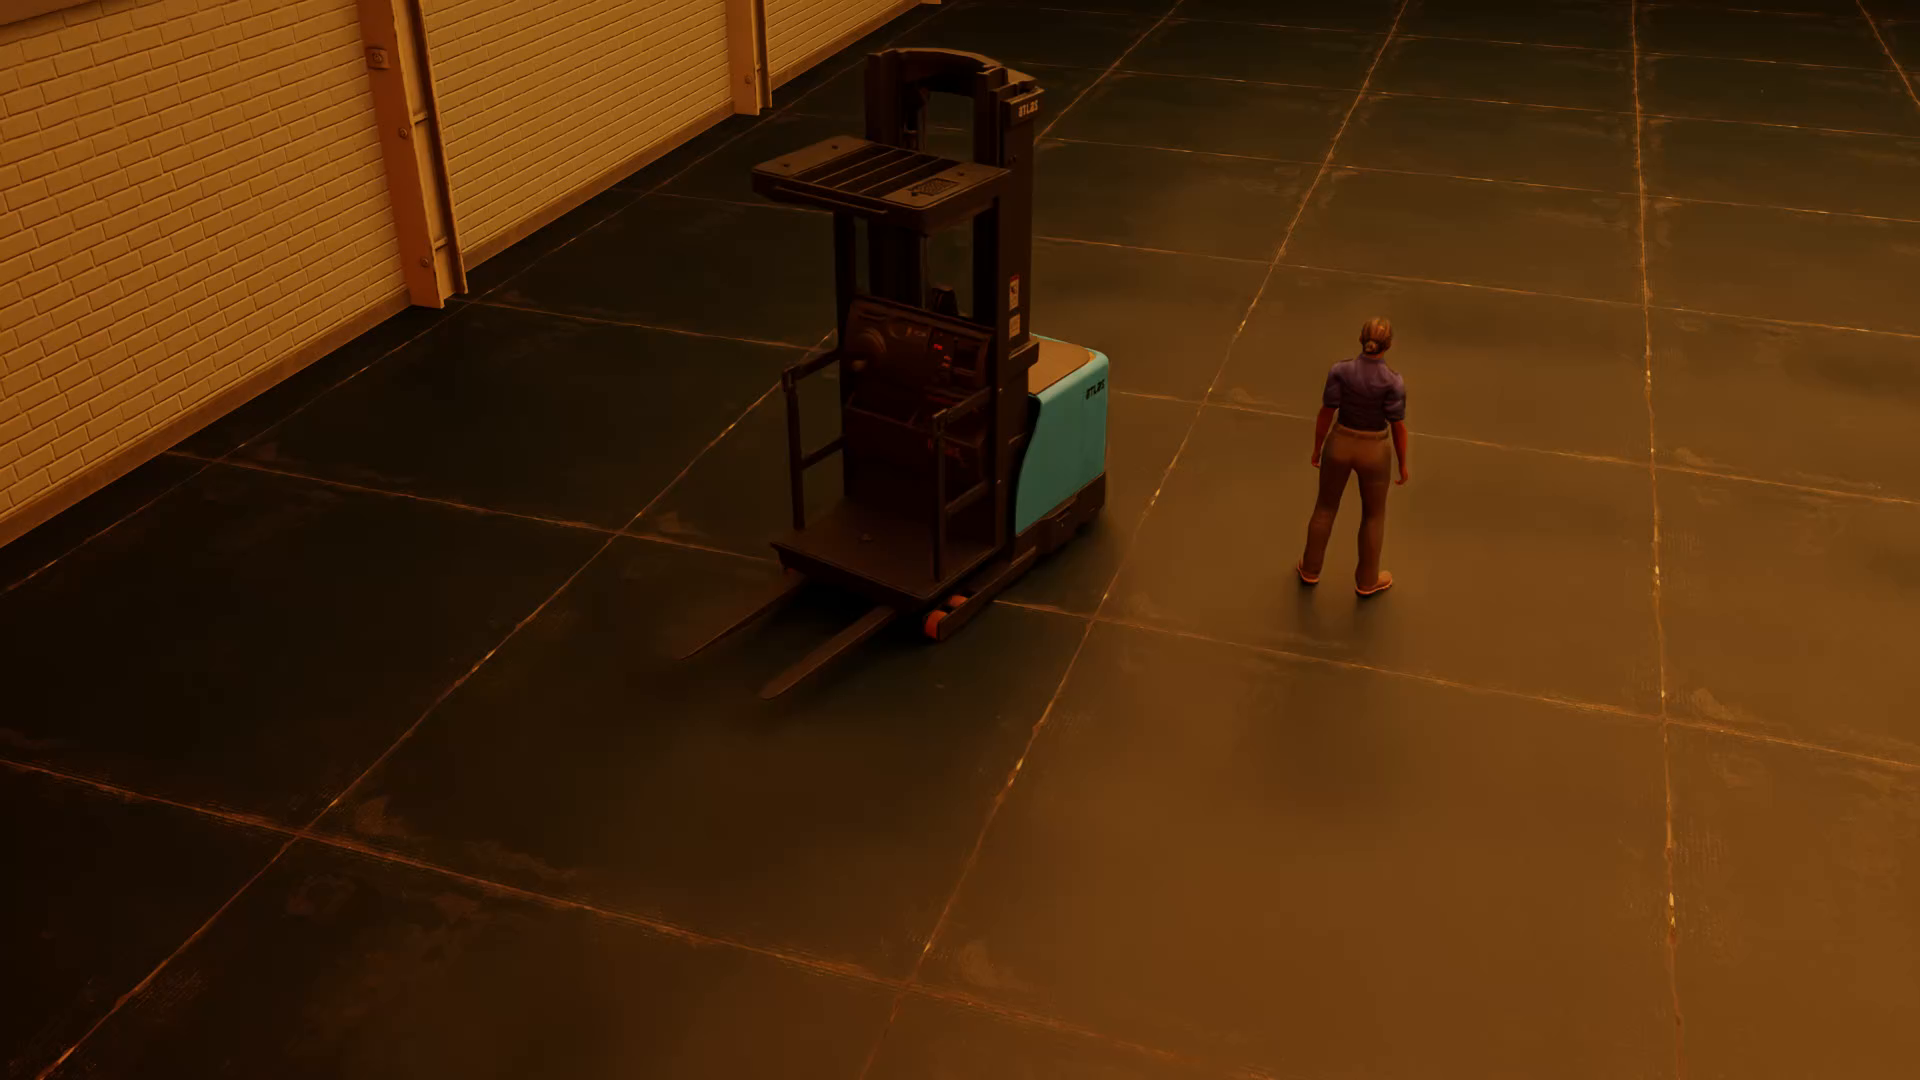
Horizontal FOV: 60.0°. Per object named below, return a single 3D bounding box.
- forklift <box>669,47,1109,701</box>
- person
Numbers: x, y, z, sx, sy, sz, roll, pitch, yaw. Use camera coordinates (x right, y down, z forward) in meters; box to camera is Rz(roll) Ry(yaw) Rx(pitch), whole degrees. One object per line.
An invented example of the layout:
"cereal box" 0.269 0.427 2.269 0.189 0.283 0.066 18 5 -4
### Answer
"forklift" -0.361 -0.992 8.877 1.130 2.935 3.031 19 35 30
"person" 2.224 -0.471 9.265 0.567 1.663 0.318 13 32 22
